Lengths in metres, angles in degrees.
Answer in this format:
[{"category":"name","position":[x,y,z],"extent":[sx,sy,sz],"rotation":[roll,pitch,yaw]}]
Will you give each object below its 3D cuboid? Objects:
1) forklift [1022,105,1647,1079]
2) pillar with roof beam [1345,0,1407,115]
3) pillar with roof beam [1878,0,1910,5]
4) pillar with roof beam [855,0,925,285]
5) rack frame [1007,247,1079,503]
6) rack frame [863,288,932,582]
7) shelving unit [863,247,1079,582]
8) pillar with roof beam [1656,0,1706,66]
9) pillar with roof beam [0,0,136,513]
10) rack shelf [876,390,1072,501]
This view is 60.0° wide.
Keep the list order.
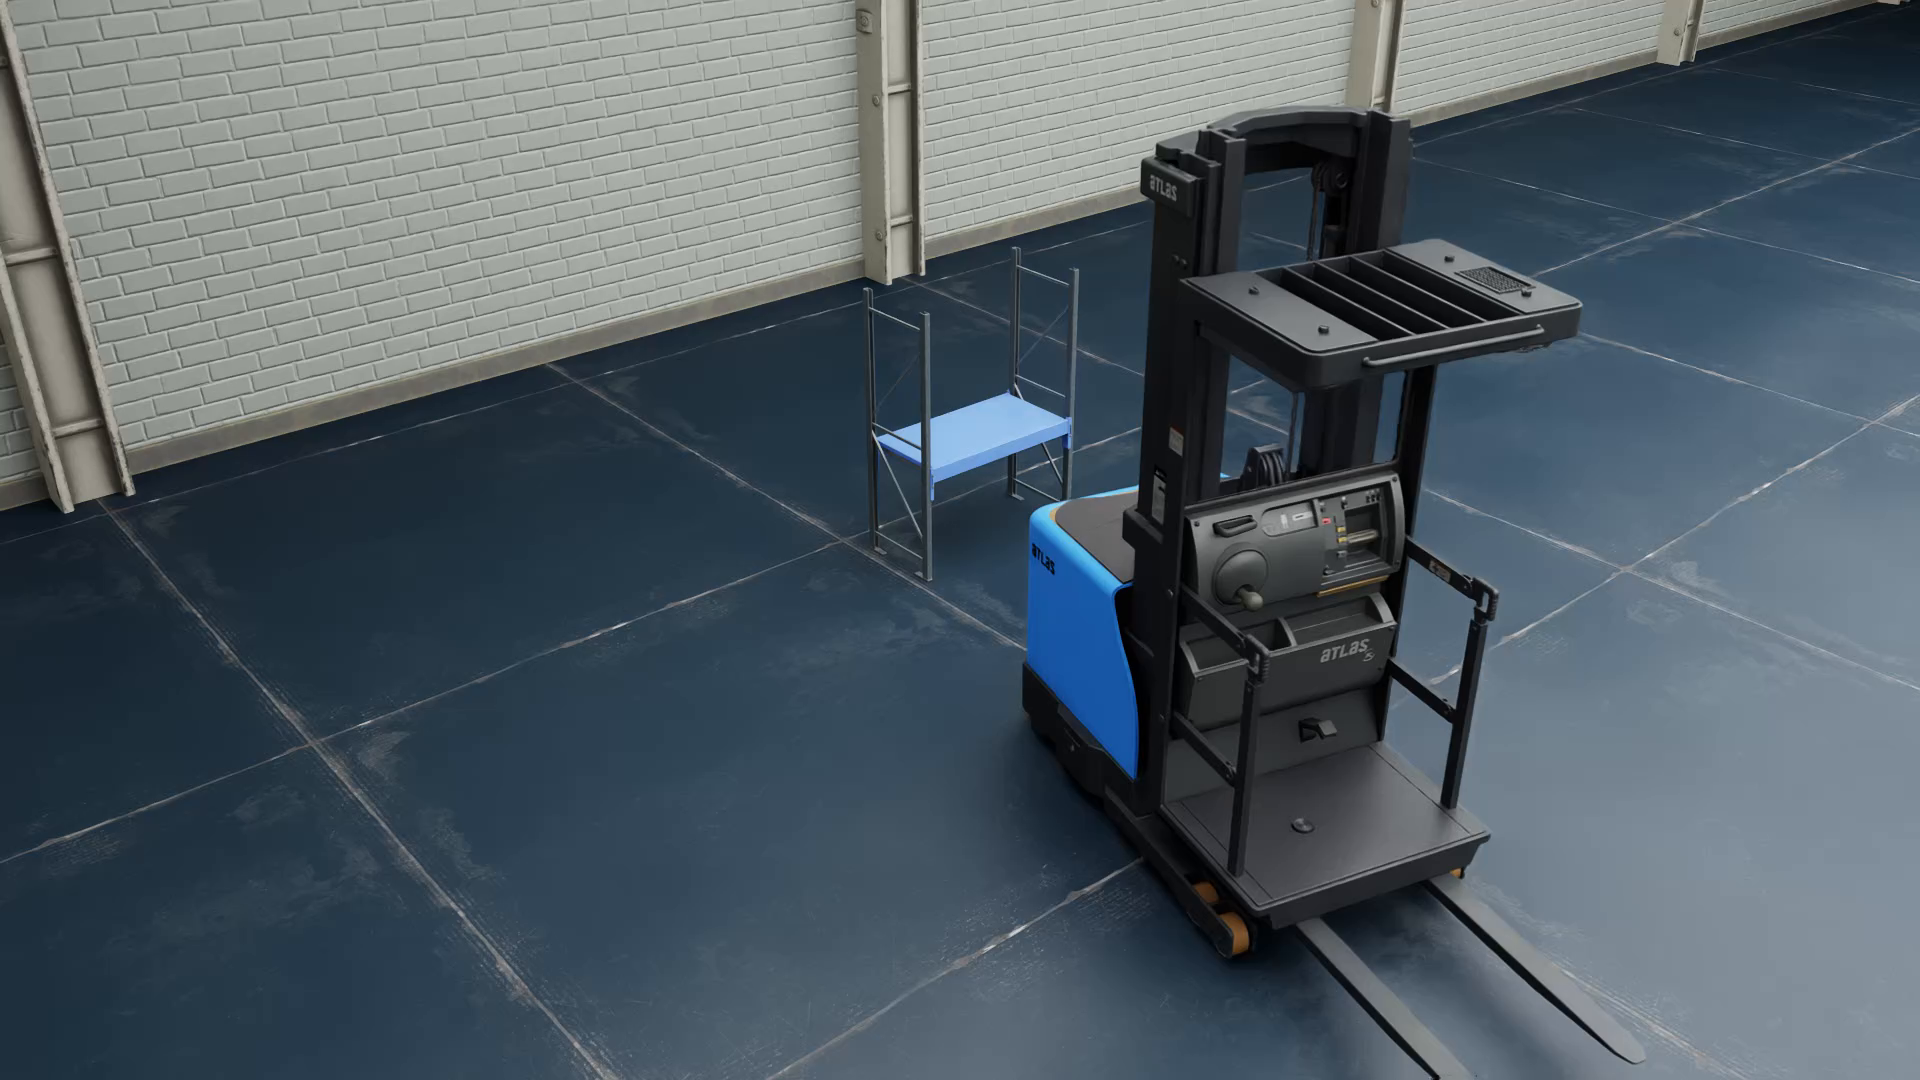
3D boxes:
[{"category":"forklift","position":[1.359,0.050,6.047],"extent":[1.130,2.935,3.031],"rotation":[-12,30,-22]},{"category":"pillar with roof beam","position":[6.837,-6.363,11.609],"extent":[0.400,9.000,9.100],"rotation":[-22,35,-35]},{"category":"pillar with roof beam","position":[15.966,-10.034,18.478],"extent":[0.400,9.000,9.100],"rotation":[-22,35,-35]},{"category":"pillar with roof beam","position":[2.273,-4.527,8.174],"extent":[0.400,9.000,9.100],"rotation":[-22,35,-35]},{"category":"rack frame","position":[0.452,-0.843,9.236],"extent":[0.032,1.500,0.500],"rotation":[-22,35,-35]},{"category":"rack frame","position":[-0.322,-0.532,8.654],"extent":[0.032,1.500,0.500],"rotation":[-22,35,-35]},{"category":"shelving unit","position":[0.065,-0.688,8.945],"extent":[1.048,1.500,0.538],"rotation":[-22,35,-35]},{"category":"pillar with roof beam","position":[11.402,-8.198,15.043],"extent":[0.400,9.000,9.100],"rotation":[-22,35,-35]},{"category":"pillar with roof beam","position":[-2.292,-2.692,4.739],"extent":[0.400,9.000,9.100],"rotation":[-22,35,-35]},{"category":"rack shelf","position":[0.065,-0.529,9.030],"extent":[1.000,0.185,0.538],"rotation":[-22,35,-35]}]
